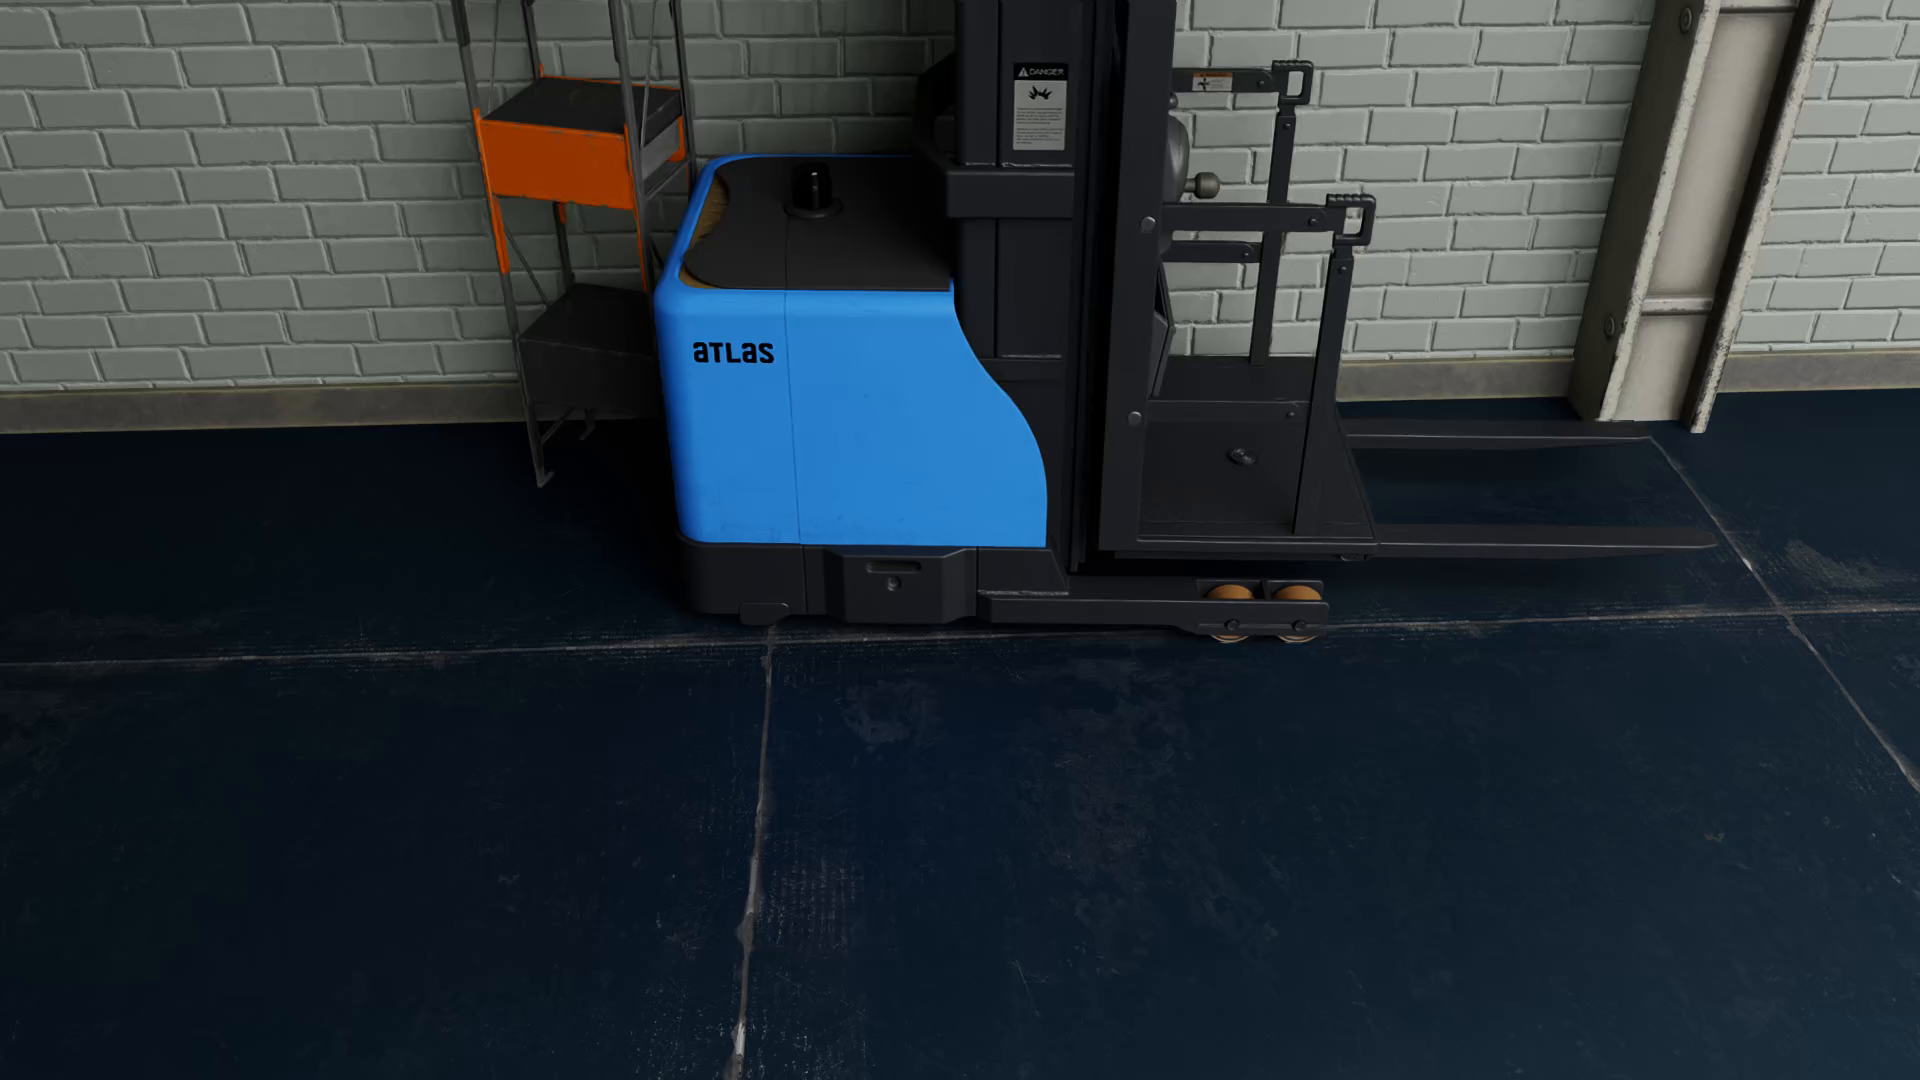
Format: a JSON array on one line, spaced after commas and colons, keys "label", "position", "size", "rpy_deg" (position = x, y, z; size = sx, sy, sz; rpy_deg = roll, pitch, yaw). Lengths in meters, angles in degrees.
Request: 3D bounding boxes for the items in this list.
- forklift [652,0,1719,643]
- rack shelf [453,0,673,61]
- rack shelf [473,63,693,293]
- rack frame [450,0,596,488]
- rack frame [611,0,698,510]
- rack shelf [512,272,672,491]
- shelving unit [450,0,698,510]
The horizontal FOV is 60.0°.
[{"label": "forklift", "position": [0.704, -1.214, 4.429], "size": [3.031, 2.935, 1.130], "rpy_deg": [1, 35, 1]}, {"label": "rack shelf", "position": [-1.109, -1.668, 4.606], "size": [0.480, 0.518, 0.431], "rpy_deg": [9, 36, 13]}, {"label": "rack shelf", "position": [-1.106, -1.095, 5.007], "size": [0.480, 0.518, 0.431], "rpy_deg": [9, 36, 13]}, {"label": "rack frame", "position": [-1.340, -1.143, 5.054], "size": [0.015, 2.100, 0.400], "rpy_deg": [9, 36, 13]}, {"label": "rack frame", "position": [-0.871, -1.068, 4.943], "size": [0.015, 2.100, 0.400], "rpy_deg": [9, 36, 13]}, {"label": "rack shelf", "position": [-1.102, -0.521, 5.408], "size": [0.480, 0.518, 0.431], "rpy_deg": [9, 36, 13]}, {"label": "shelving unit", "position": [-1.106, -1.106, 4.999], "size": [0.503, 2.100, 0.431], "rpy_deg": [9, 36, 13]}]
